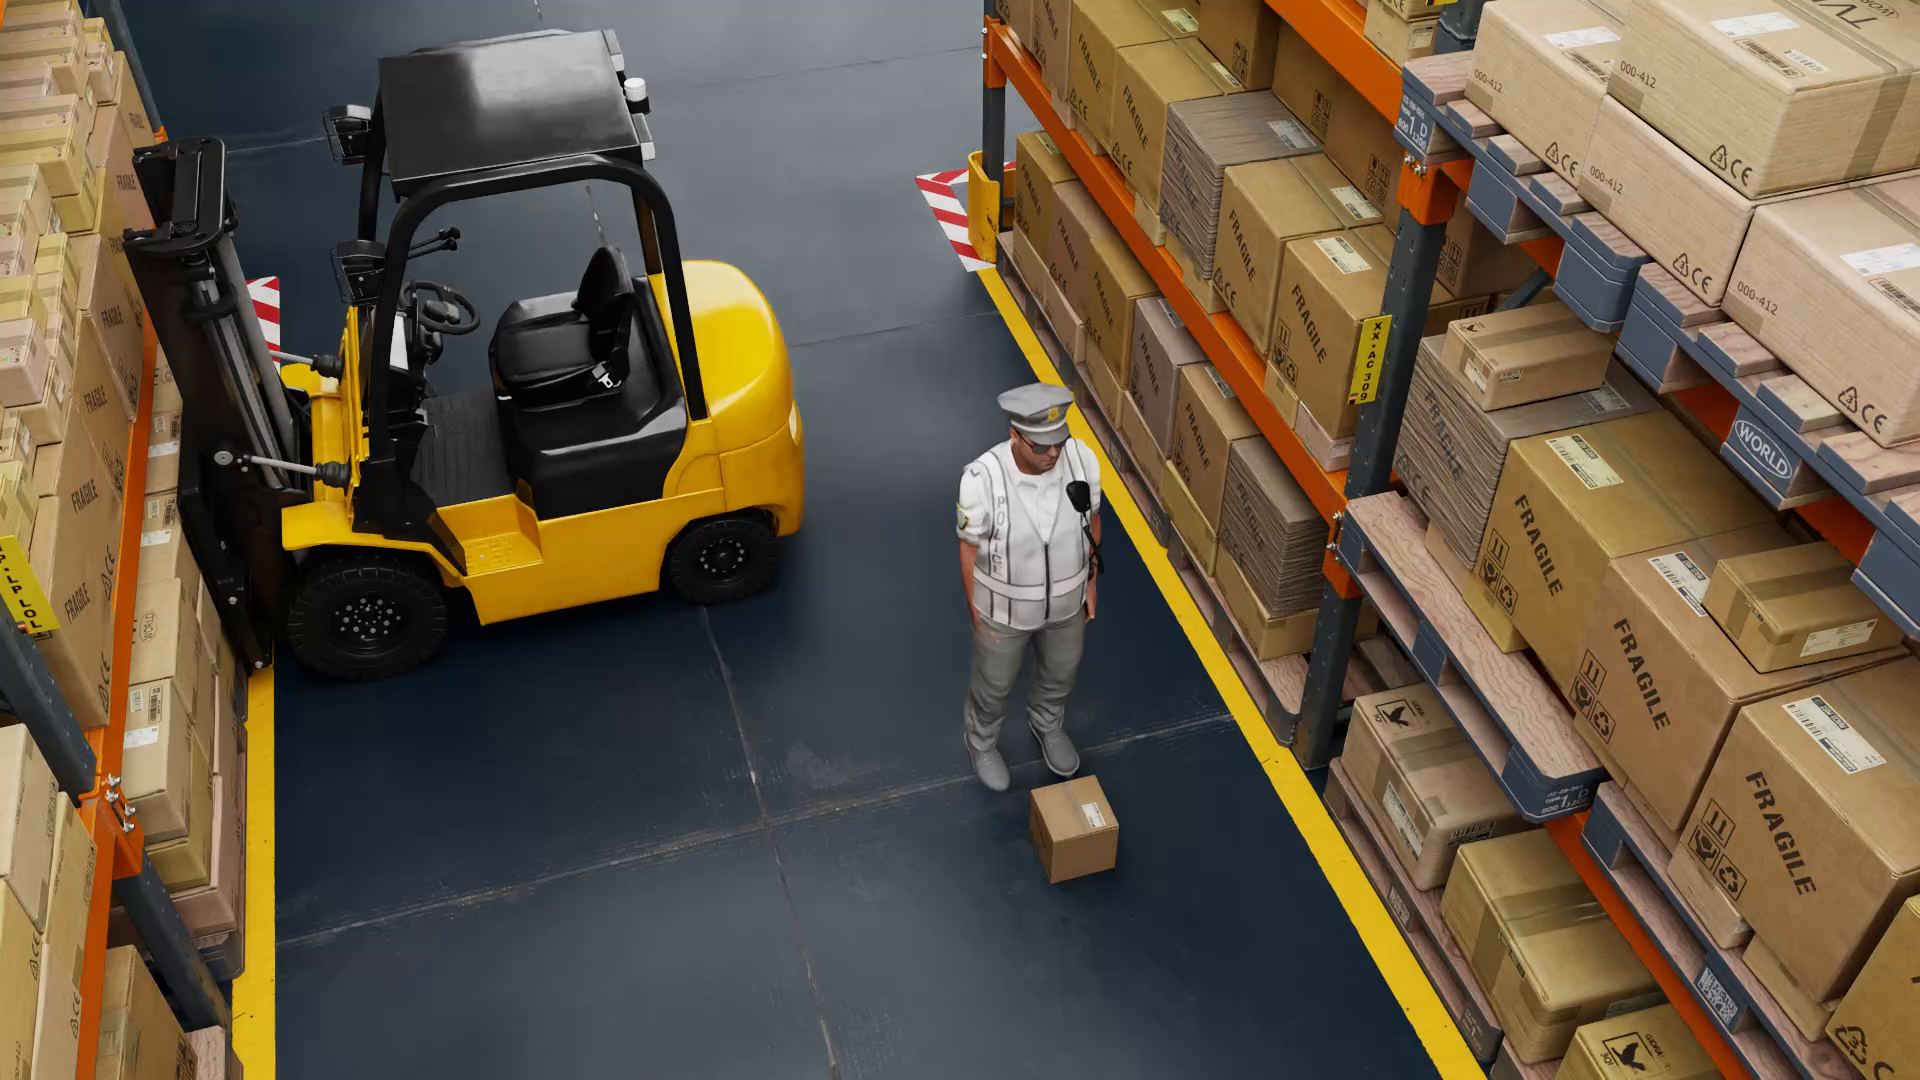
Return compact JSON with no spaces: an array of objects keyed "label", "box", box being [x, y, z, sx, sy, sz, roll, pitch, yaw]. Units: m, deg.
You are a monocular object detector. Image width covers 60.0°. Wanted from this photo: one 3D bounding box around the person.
[{"label":"person","box":[0.260,0.197,5.946,0.526,1.778,0.393,-13,44,-14]}]
